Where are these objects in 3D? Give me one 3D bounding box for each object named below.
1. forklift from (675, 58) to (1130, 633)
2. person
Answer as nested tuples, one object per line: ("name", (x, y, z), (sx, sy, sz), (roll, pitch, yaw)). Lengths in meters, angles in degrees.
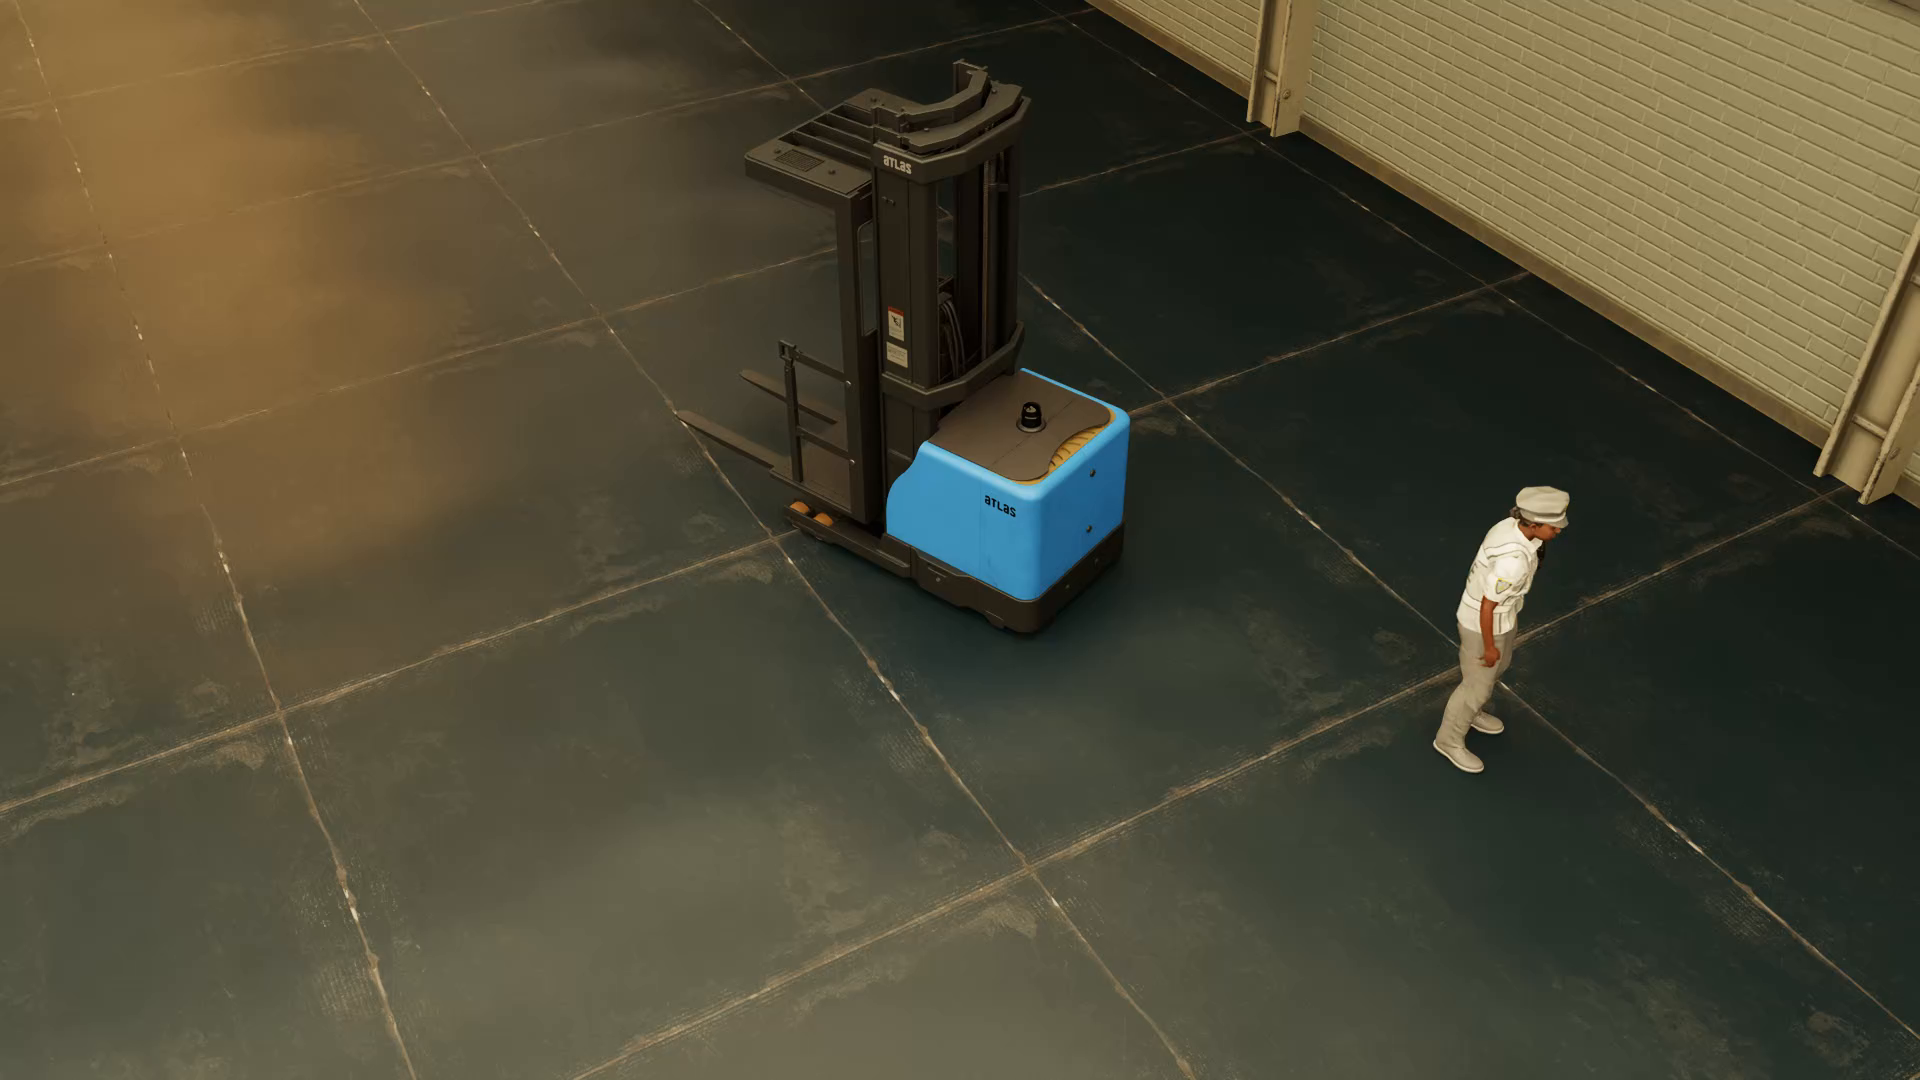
("forklift", (-0.481, -1.366, 9.683), (3.031, 2.935, 1.130), (26, 46, 28))
("person", (2.746, 0.422, 8.521), (0.391, 1.664, 0.532), (20, 44, 22))
